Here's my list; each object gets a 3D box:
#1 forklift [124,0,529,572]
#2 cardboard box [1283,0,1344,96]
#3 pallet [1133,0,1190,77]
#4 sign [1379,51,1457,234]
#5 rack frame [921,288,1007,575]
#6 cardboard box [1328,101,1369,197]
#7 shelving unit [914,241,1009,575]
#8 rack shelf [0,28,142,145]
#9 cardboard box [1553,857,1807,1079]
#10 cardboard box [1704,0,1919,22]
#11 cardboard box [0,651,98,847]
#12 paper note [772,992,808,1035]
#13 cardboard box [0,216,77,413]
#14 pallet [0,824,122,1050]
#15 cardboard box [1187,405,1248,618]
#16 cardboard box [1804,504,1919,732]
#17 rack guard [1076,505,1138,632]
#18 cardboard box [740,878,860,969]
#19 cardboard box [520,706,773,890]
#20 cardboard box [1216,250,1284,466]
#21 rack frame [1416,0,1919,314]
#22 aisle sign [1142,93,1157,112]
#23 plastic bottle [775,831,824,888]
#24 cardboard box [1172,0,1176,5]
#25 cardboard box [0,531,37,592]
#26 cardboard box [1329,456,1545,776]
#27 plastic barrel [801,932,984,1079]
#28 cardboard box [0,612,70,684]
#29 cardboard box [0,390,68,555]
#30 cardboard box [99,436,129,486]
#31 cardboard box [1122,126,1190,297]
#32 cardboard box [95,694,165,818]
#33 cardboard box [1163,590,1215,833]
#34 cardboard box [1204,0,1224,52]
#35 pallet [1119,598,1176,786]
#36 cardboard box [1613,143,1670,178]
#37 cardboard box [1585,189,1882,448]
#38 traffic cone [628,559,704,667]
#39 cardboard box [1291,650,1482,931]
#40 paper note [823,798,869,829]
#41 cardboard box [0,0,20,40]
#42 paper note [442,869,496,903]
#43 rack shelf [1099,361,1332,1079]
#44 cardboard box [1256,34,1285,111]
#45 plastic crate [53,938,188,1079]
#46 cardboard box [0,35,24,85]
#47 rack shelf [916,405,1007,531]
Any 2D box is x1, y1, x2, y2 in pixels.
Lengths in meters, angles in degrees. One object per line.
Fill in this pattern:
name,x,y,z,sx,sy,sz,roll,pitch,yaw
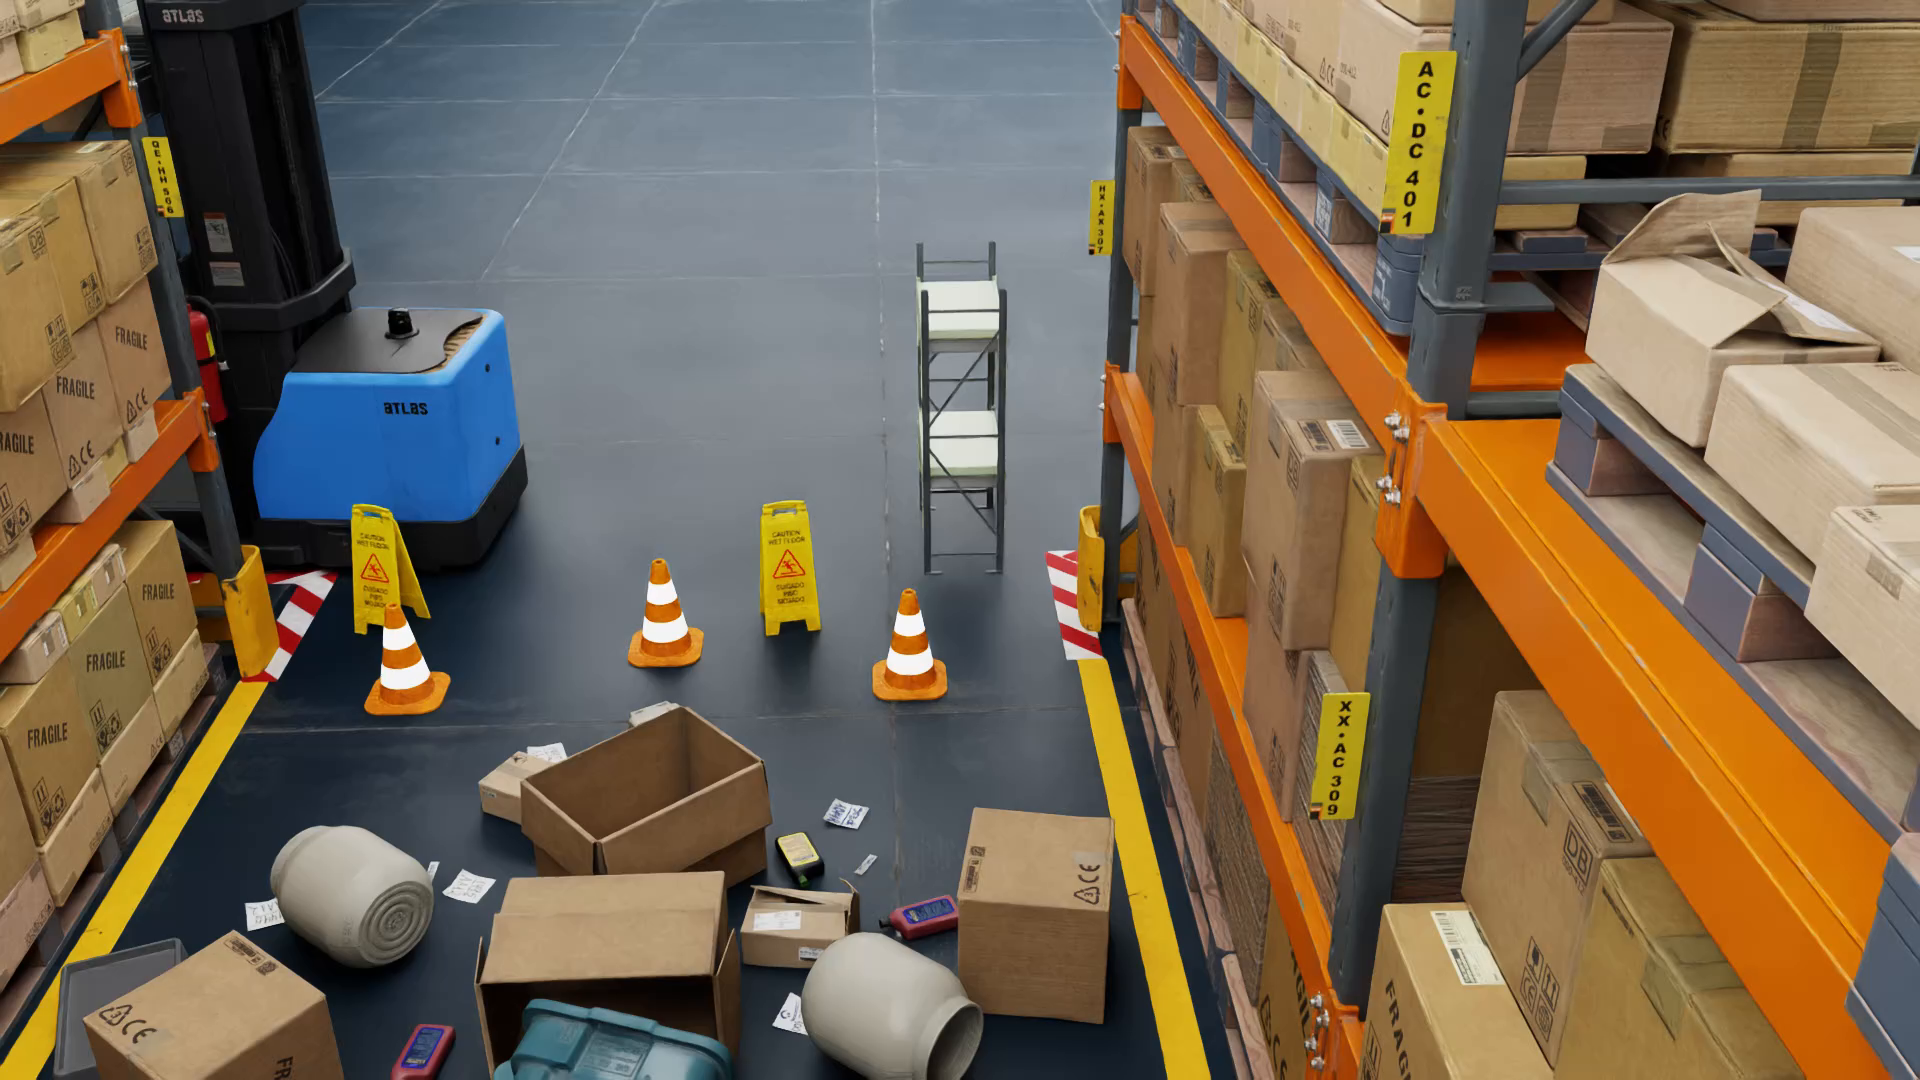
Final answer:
forklift,-3.917,-1.378,8.222,3.031,2.935,1.130,1,28,2
cardboard box,1.063,-1.207,3.855,0.500,0.250,0.500,-1,28,-3
pallet,1.212,-1.922,6.044,1.003,0.211,1.213,-1,28,-3
sign,0.817,-0.707,2.973,0.100,0.325,0.005,-1,28,-3
rack frame,0.019,-0.499,8.085,0.400,1.500,0.023,-1,28,-3
cardboard box,1.020,-0.852,3.606,0.380,0.149,0.250,-1,28,-2
shelving unit,0.000,-0.668,8.409,0.431,1.500,0.755,-1,28,-3
rack shelf,-3.671,-0.895,4.756,1.077,0.370,4.000,-1,28,-3
cardboard box,1.432,0.853,2.682,0.700,0.500,0.500,-2,28,-3
cardboard box,1.692,-1.105,3.229,0.380,0.149,0.250,-1,28,-2
cardboard box,-3.423,0.731,5.813,0.500,0.500,0.500,-2,28,-4
paper note,-0.527,1.611,5.638,0.172,0.023,0.155,8,29,15
cardboard box,-3.382,-0.729,5.394,0.700,0.500,0.500,-2,28,-3
pallet,-3.704,1.402,5.833,1.003,0.211,1.213,-1,28,-3
cardboard box,1.250,-0.111,5.557,0.875,0.550,0.500,-1,28,-3
cardboard box,1.185,0.078,1.823,0.380,0.149,0.250,-1,28,-3
rack guard,1.161,0.124,7.972,1.175,0.500,0.348,-1,28,-3
cardboard box,-0.558,1.337,5.900,0.396,0.266,0.258,3,28,6
cardboard box,-1.155,1.049,6.194,0.797,0.503,0.637,-23,35,-37
cardboard box,1.315,-0.591,5.310,0.875,0.550,0.500,-1,28,-3
rack frame,1.371,-1.786,2.444,1.000,3.000,0.127,-1,28,-3
aisle sign,0.859,-2.152,6.821,0.394,0.787,0.004,-1,28,-3
plastic bottle,-0.601,1.221,6.342,0.133,0.061,0.283,-11,30,-20
cardboard box,0.901,-1.906,5.627,0.380,0.149,0.250,-1,28,-2
cardboard box,-3.406,0.060,5.662,0.380,0.149,0.250,-2,28,-3
cardboard box,1.386,0.157,3.875,0.875,0.550,0.550,-1,28,-3
plastic barrel,-0.220,1.529,5.361,0.512,0.421,0.421,19,33,32
cardboard box,-3.365,0.375,5.794,0.380,0.149,0.250,0,28,0
cardboard box,-3.428,-0.277,5.608,0.500,0.500,0.500,-2,28,-3
cardboard box,-3.426,-0.295,6.344,0.380,0.149,0.250,-2,28,-4
cardboard box,1.143,-1.347,6.758,0.875,0.550,0.550,-1,28,-3
cardboard box,-3.445,0.832,6.431,0.500,0.250,0.500,-1,28,-2
cardboard box,1.312,0.500,6.391,0.875,0.875,0.875,-2,28,-3
cardboard box,0.940,-1.556,4.956,0.380,0.149,0.250,-1,28,-2
pallet,1.282,0.630,7.314,1.003,0.211,1.213,-1,28,-3
cardboard box,1.676,-0.871,3.643,0.380,0.149,0.250,-1,28,-2
cardboard box,1.154,-0.342,2.502,0.258,0.266,0.396,-2,28,-3
traffic cone,-1.374,0.301,7.673,0.336,0.463,0.334,-1,28,-3
cardboard box,1.340,0.637,4.123,0.875,0.550,0.550,-1,28,-3
paper note,-0.453,1.089,6.630,0.144,0.017,0.142,8,29,15
cardboard box,-3.468,-1.740,5.440,0.500,0.250,0.500,-2,28,-3
paper note,-1.844,1.298,6.240,0.148,0.019,0.142,8,29,15
rack shelf,1.267,0.269,5.769,1.077,0.370,4.000,-1,28,-3
cardboard box,0.980,-1.205,4.282,0.380,0.149,0.250,-1,28,-2
plastic crate,-2.830,1.589,5.616,0.402,0.080,0.583,-11,30,-20
cardboard box,-3.452,-1.630,5.660,0.380,0.149,0.250,-1,28,-1
rack shelf,0.000,-0.379,8.560,0.431,0.370,0.720,-1,28,-3
